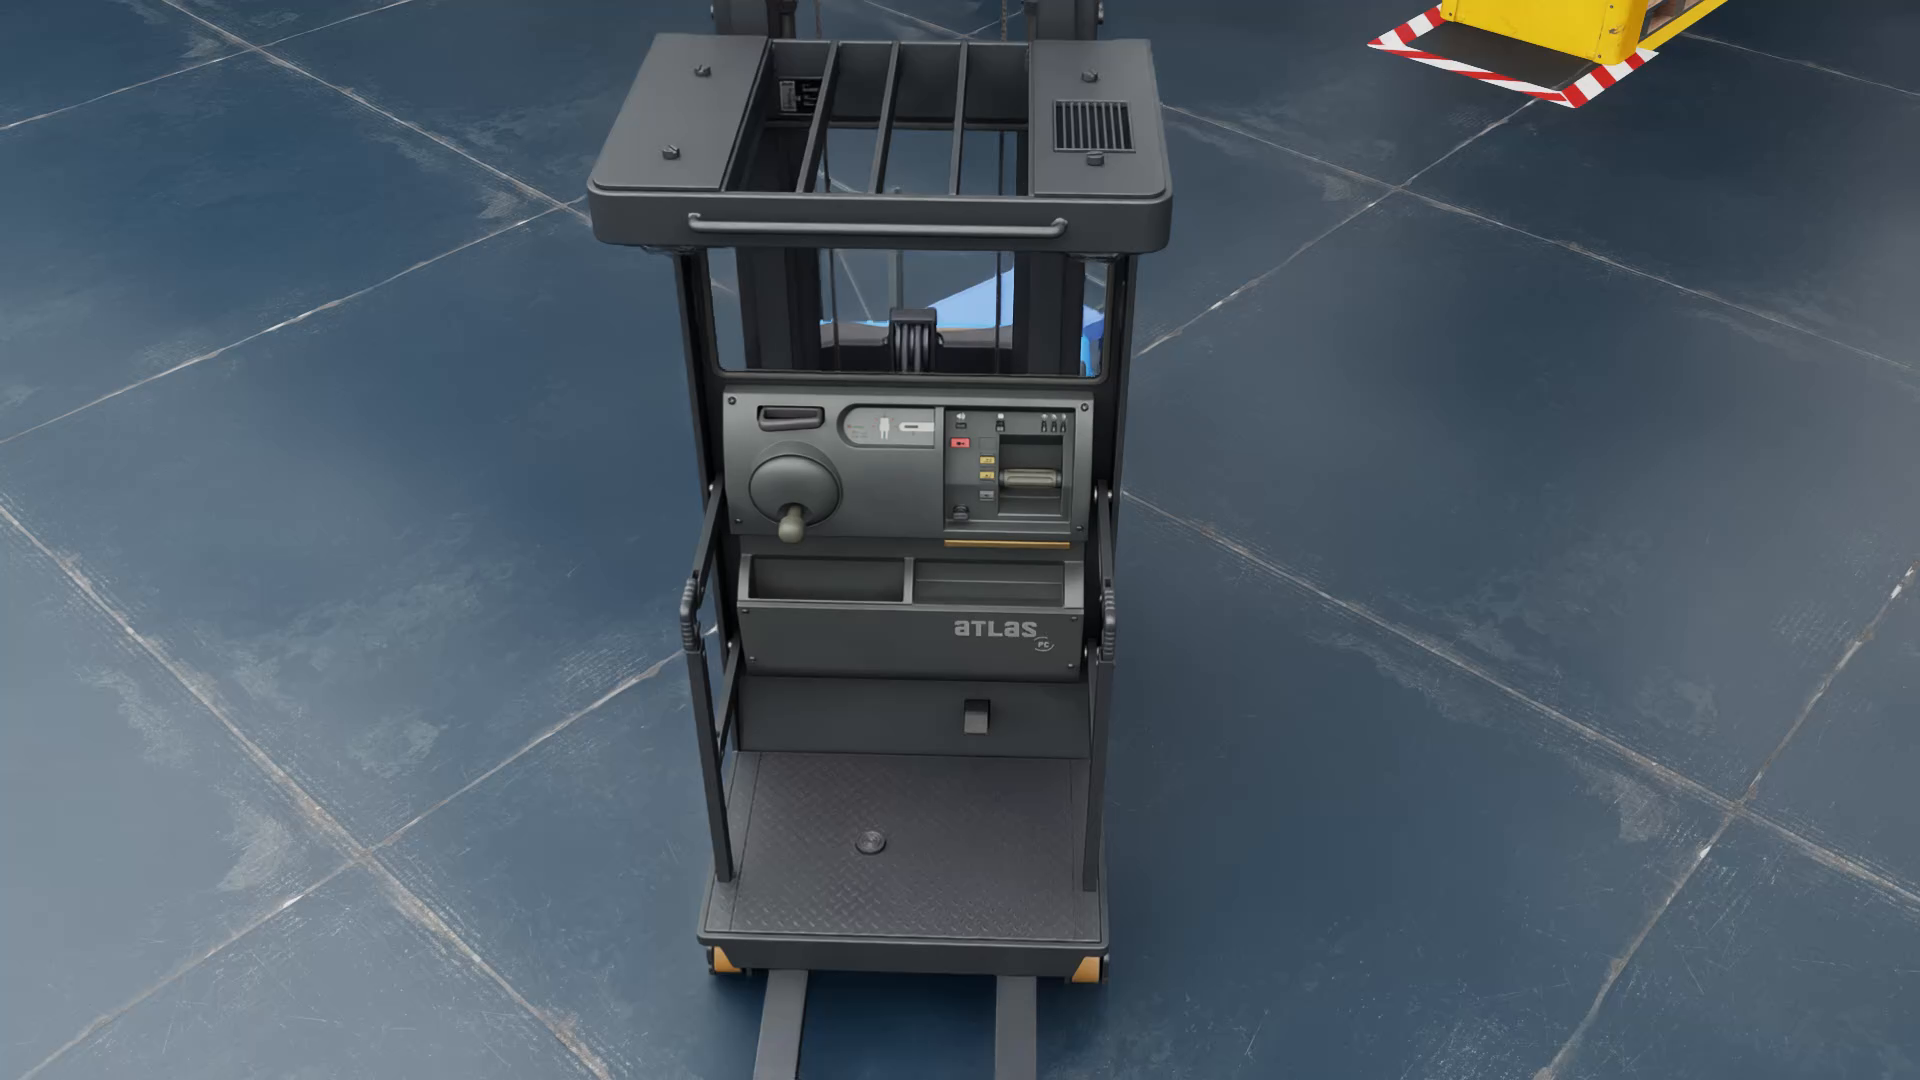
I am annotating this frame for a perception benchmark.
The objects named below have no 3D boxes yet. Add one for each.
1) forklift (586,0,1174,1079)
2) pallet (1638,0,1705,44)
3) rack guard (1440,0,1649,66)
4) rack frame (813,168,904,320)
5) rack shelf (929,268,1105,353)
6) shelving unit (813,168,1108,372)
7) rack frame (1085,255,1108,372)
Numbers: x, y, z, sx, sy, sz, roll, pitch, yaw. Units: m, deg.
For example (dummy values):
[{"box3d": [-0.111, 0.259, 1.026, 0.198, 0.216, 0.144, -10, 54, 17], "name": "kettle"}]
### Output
[{"box3d": [-0.136, -0.109, 4.033, 1.130, 2.935, 3.031, 1, 39, 2], "name": "forklift"}, {"box3d": [4.081, -3.530, 10.519, 1.003, 0.211, 1.213, 30, 47, 32], "name": "pallet"}, {"box3d": [3.506, -3.284, 9.979, 1.175, 0.500, 0.348, 30, 47, 32], "name": "rack guard"}, {"box3d": [-0.358, -0.641, 5.851, 0.032, 1.500, 0.500, -28, 46, -31], "name": "rack frame"}, {"box3d": [0.027, -0.707, 6.223, 1.000, 0.185, 0.538, -28, 46, -31], "name": "rack shelf"}, {"box3d": [0.027, -0.847, 6.111, 1.048, 1.500, 0.538, -28, 46, -31], "name": "shelving unit"}, {"box3d": [0.413, -1.054, 6.370, 0.032, 1.500, 0.500, -28, 46, -31], "name": "rack frame"}]
